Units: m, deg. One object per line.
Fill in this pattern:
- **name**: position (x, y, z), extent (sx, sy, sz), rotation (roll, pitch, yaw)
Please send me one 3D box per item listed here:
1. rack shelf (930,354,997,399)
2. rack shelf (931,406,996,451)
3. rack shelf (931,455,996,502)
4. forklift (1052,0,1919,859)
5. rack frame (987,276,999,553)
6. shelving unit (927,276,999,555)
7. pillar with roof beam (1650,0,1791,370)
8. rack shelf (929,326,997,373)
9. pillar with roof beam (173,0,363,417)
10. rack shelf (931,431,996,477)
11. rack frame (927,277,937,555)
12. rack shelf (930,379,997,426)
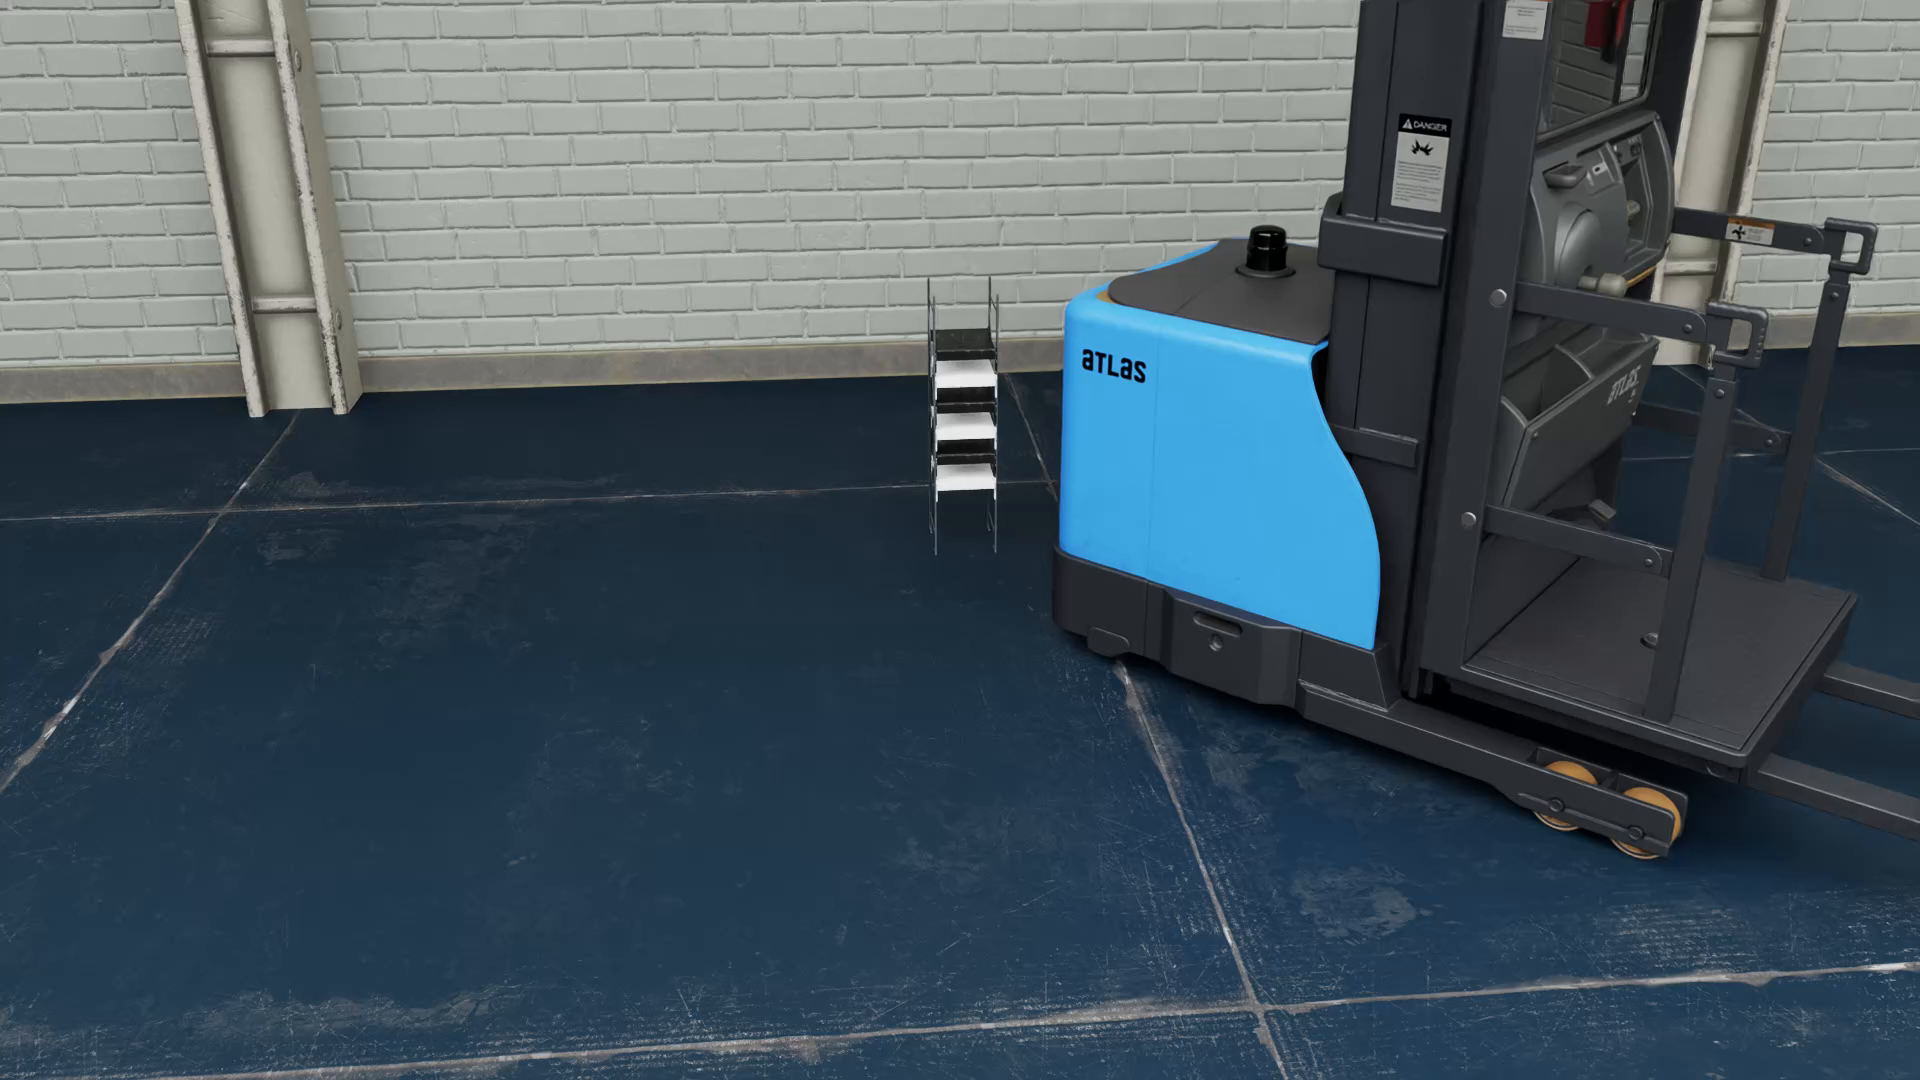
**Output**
- **rack shelf**: position (0.008, -0.546, 5.508), extent (0.200, 0.077, 0.258), rotation (-2, 24, -5)
- **rack shelf**: position (0.008, -0.381, 5.581), extent (0.200, 0.077, 0.258), rotation (-2, 24, -5)
- **rack shelf**: position (0.008, -0.217, 5.655), extent (0.200, 0.077, 0.258), rotation (-2, 24, -5)
- **forklift**: position (1.745, -0.814, 3.972), extent (3.031, 2.935, 1.130), rotation (18, 30, 35)
- **rack frame**: position (0.109, -0.416, 5.577), extent (0.006, 0.900, 0.240), rotation (-2, 24, -5)
- **shelving unit**: position (0.008, -0.412, 5.568), extent (0.210, 0.900, 0.258), rotation (-2, 24, -5)
- **pillar with roof beam**: position (3.627, -3.192, 1.852), extent (0.400, 9.000, 9.100), rotation (-2, 24, -5)
- **rack shelf**: position (0.008, -0.628, 5.472), extent (0.200, 0.077, 0.258), rotation (-2, 24, -5)
- **pillar with roof beam**: position (-2.344, -2.953, 1.313), extent (0.400, 9.000, 9.100), rotation (-2, 24, -5)
- **rack shelf**: position (0.008, -0.299, 5.618), extent (0.200, 0.077, 0.258), rotation (-2, 24, -5)
- **rack frame**: position (-0.093, -0.407, 5.559), extent (0.006, 0.900, 0.240), rotation (-2, 24, -5)
- **rack shelf**: position (0.008, -0.463, 5.545), extent (0.200, 0.077, 0.258), rotation (-2, 24, -5)
